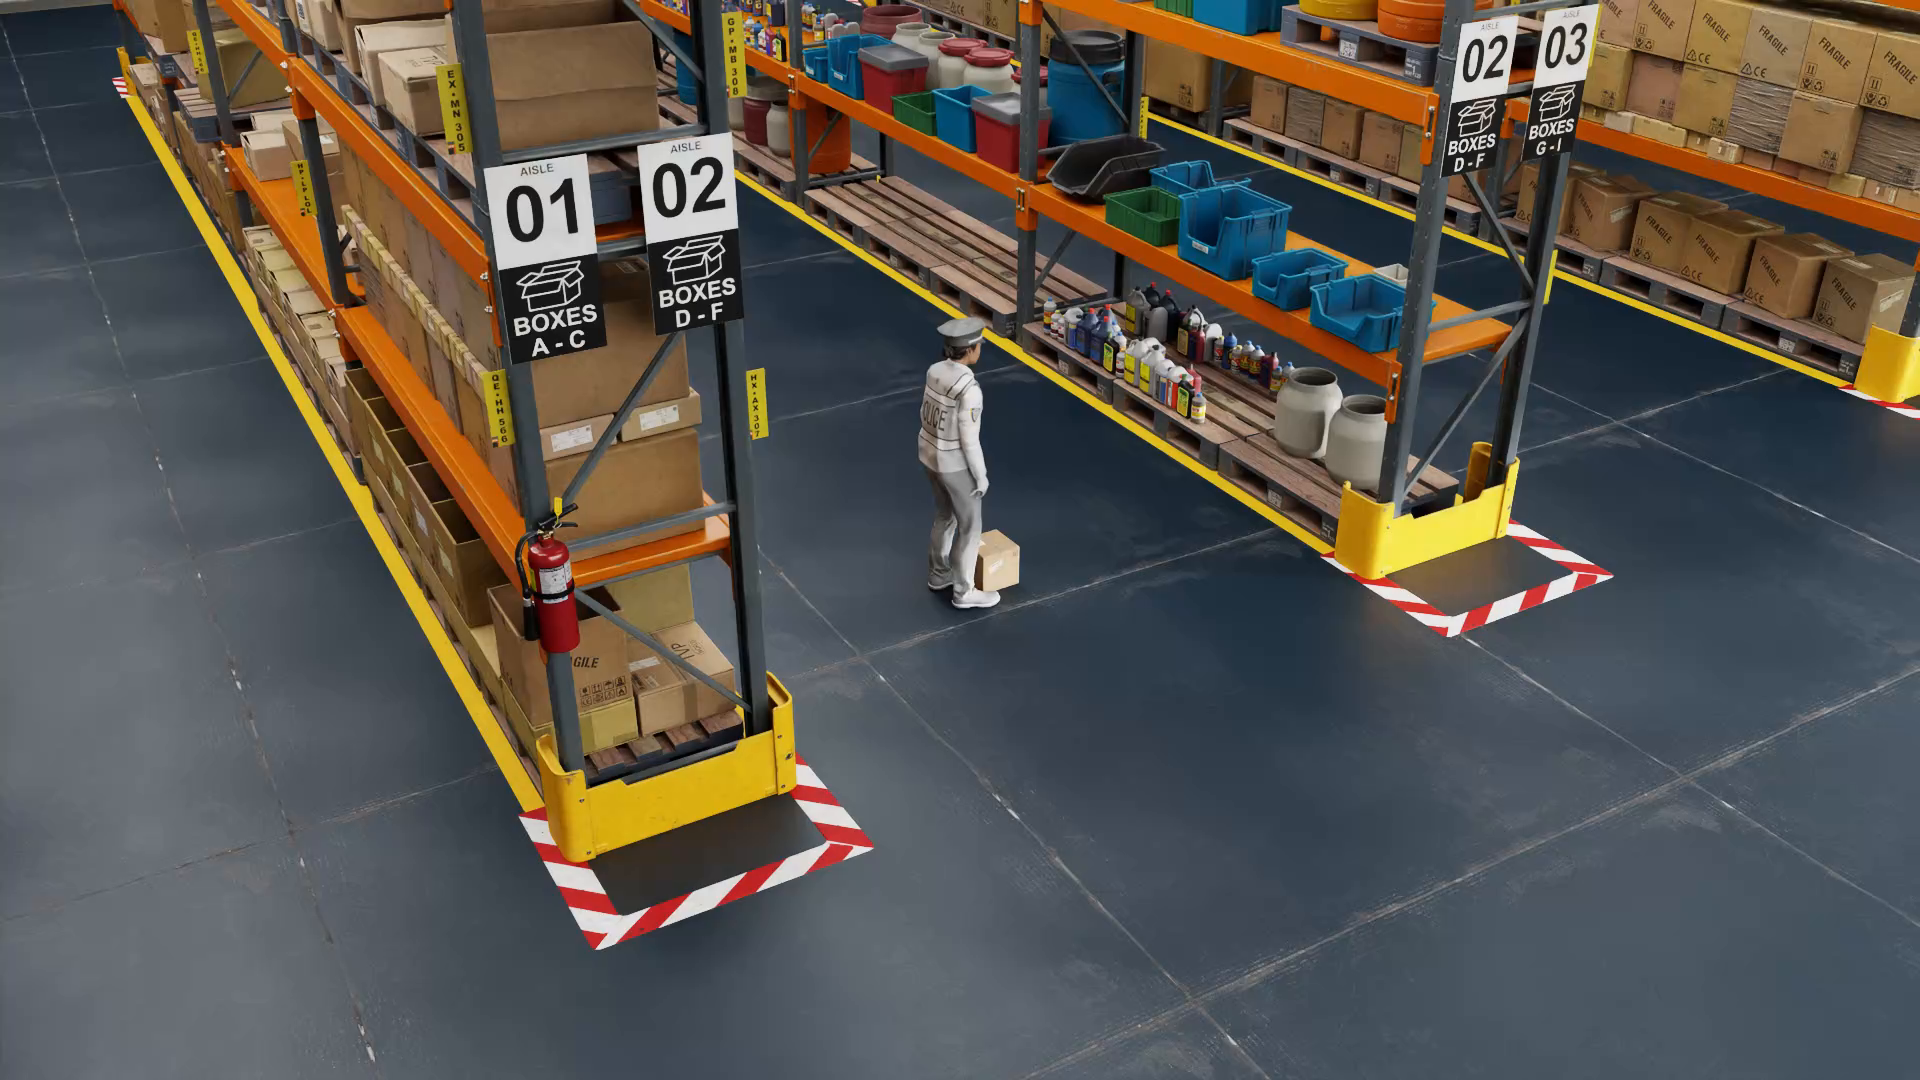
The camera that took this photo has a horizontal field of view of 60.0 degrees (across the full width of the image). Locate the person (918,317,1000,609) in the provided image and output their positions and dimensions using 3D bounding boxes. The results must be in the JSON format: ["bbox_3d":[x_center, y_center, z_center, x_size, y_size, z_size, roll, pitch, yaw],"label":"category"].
[{"bbox_3d":[-0.024,-0.429,9.320,0.378,1.663,0.533,-16,33,-27],"label":"person"}]
